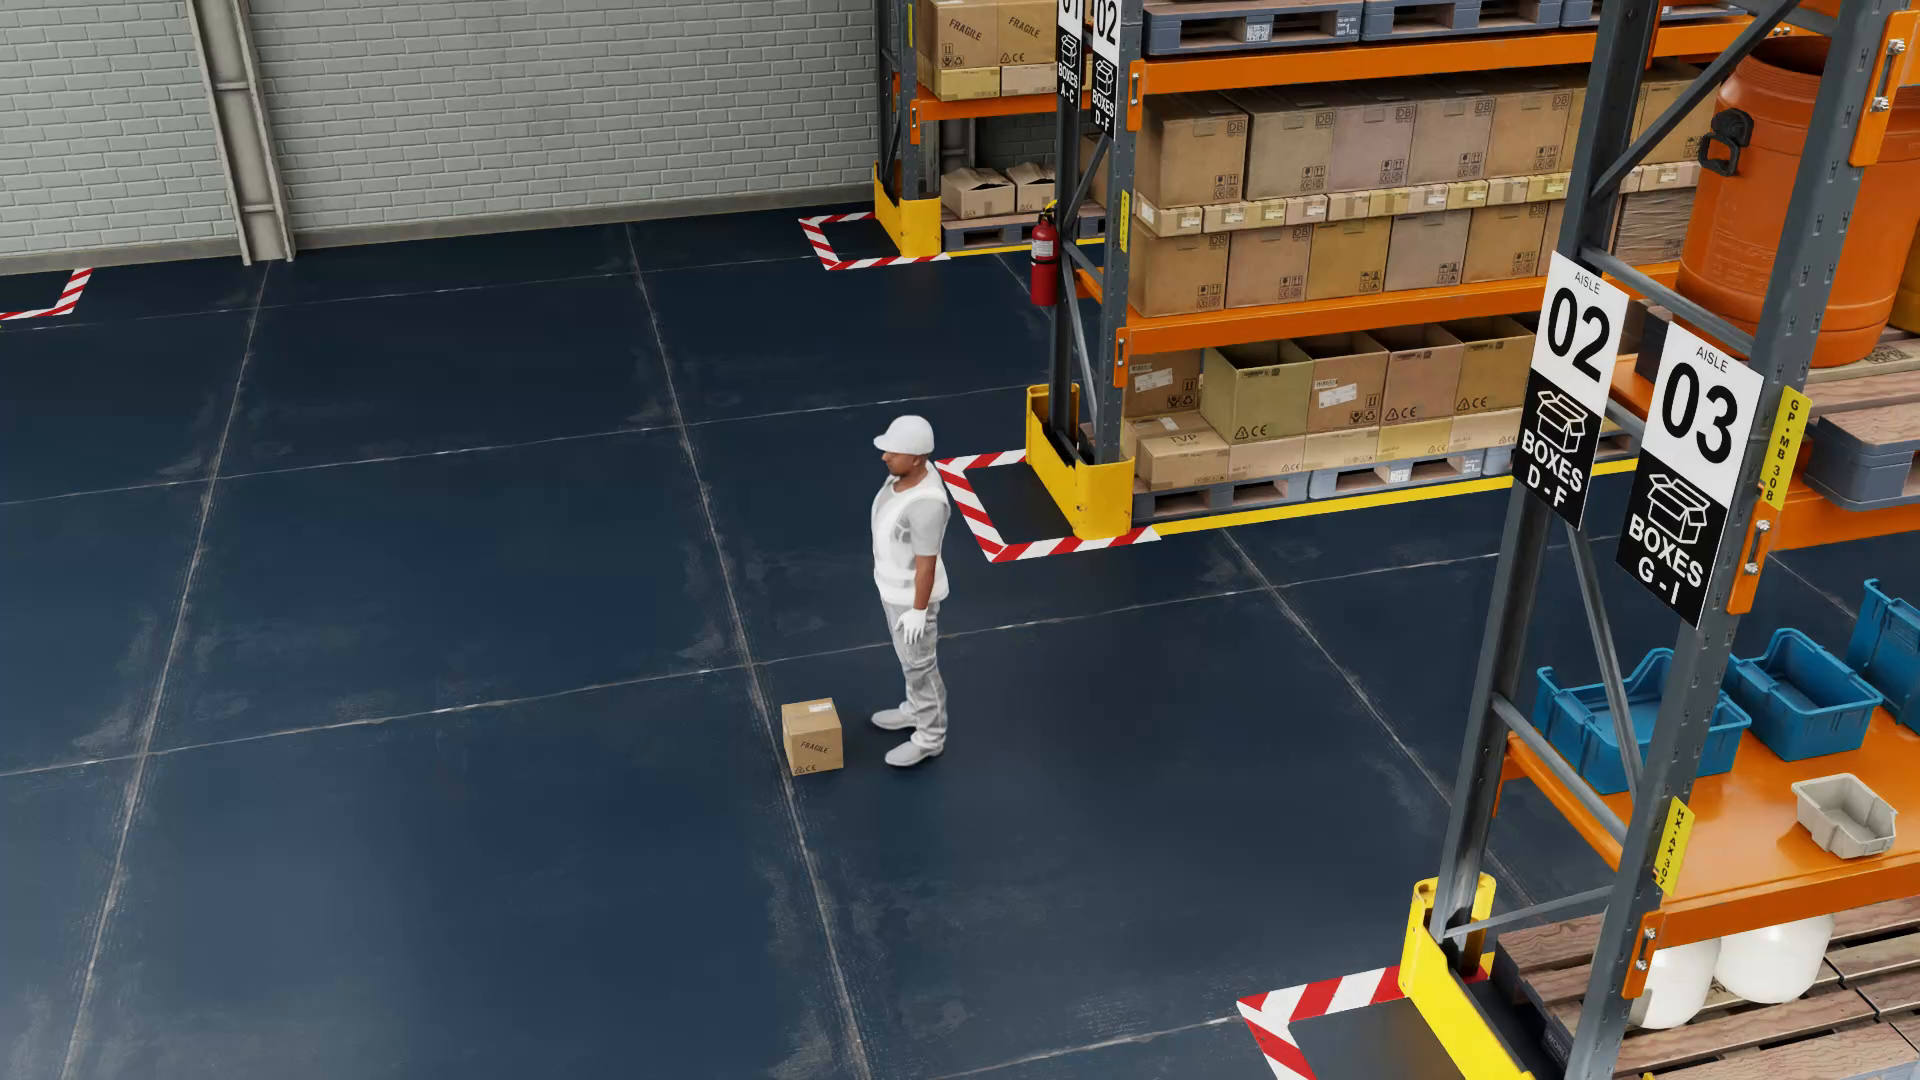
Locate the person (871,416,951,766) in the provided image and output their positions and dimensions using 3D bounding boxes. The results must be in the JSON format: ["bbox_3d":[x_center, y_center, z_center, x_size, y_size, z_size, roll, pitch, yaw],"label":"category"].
[{"bbox_3d":[-0.234,0.230,7.810,0.347,1.786,0.550,-7,31,-11],"label":"person"}]
